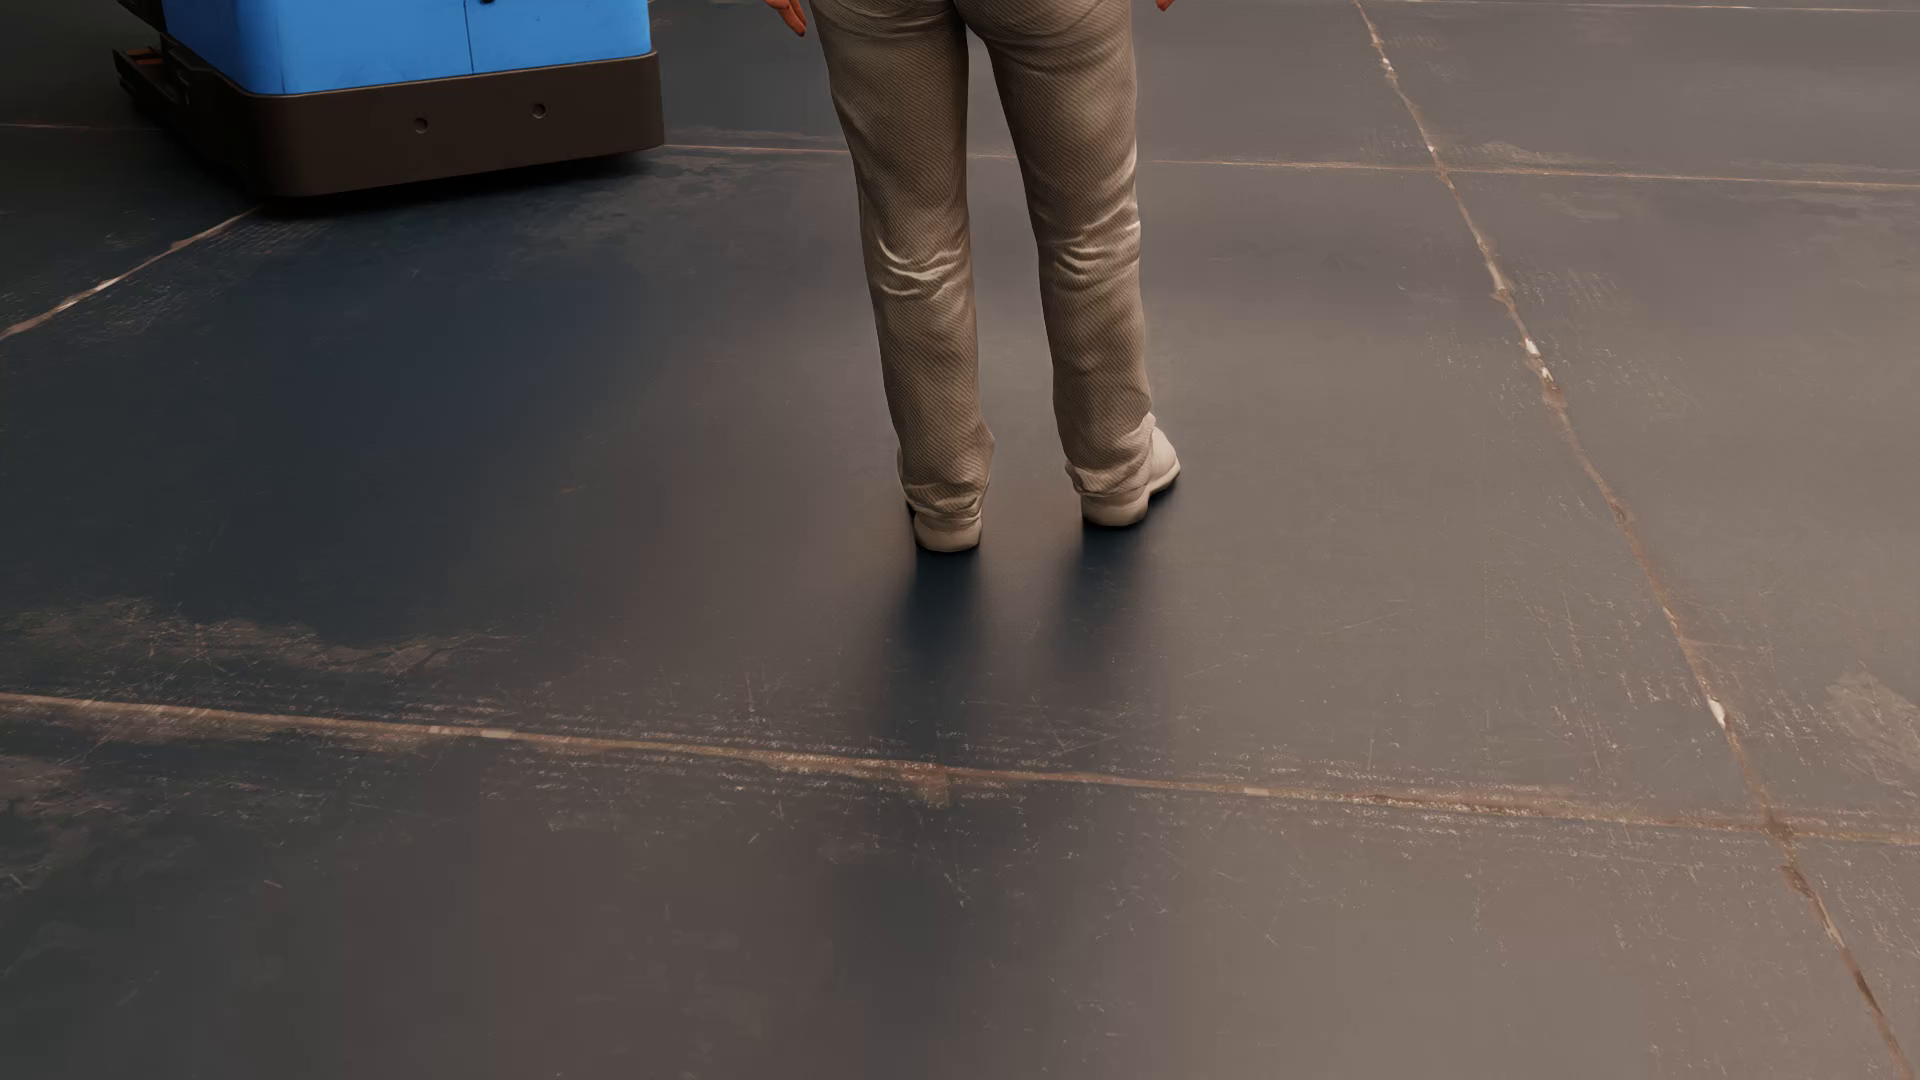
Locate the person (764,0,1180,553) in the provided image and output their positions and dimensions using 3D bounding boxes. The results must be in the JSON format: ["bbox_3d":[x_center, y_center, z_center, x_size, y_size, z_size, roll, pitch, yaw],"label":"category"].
[{"bbox_3d":[0.016,-0.828,2.156,0.634,1.775,0.566,3,27,7],"label":"person"}]

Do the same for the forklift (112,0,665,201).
[{"bbox_3d":[-2.031,-2.739,4.708,1.130,2.935,3.031,-17,31,-30],"label":"forklift"}]
